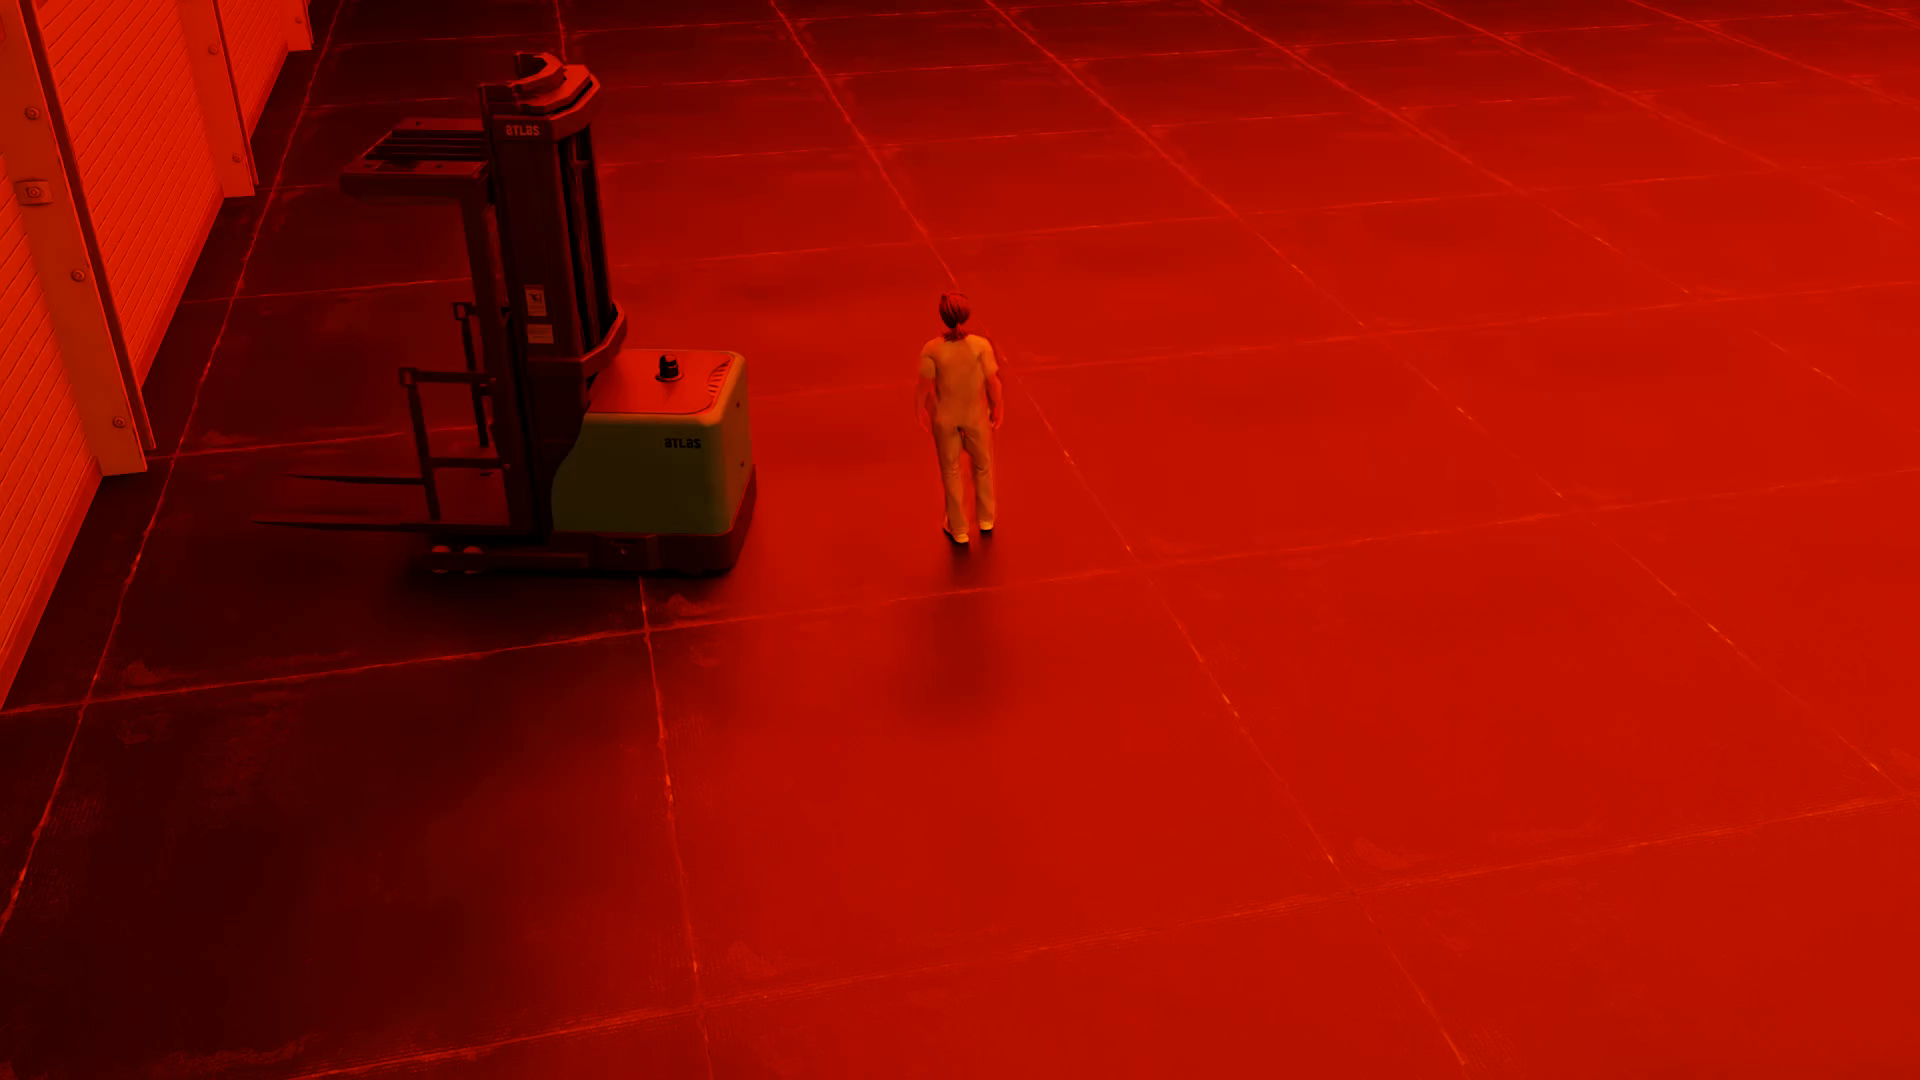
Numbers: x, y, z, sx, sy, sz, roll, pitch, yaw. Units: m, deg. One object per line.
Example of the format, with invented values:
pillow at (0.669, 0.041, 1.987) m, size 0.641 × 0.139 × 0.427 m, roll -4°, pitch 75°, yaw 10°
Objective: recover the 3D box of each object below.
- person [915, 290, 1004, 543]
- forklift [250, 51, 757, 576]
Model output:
person at (0.003, -0.782, 10.168) m, size 0.533 × 1.676 × 0.591 m, roll 1°, pitch 30°, yaw 2°
forklift at (-2.860, -1.324, 9.861) m, size 3.031 × 2.935 × 1.130 m, roll 2°, pitch 30°, yaw 3°
